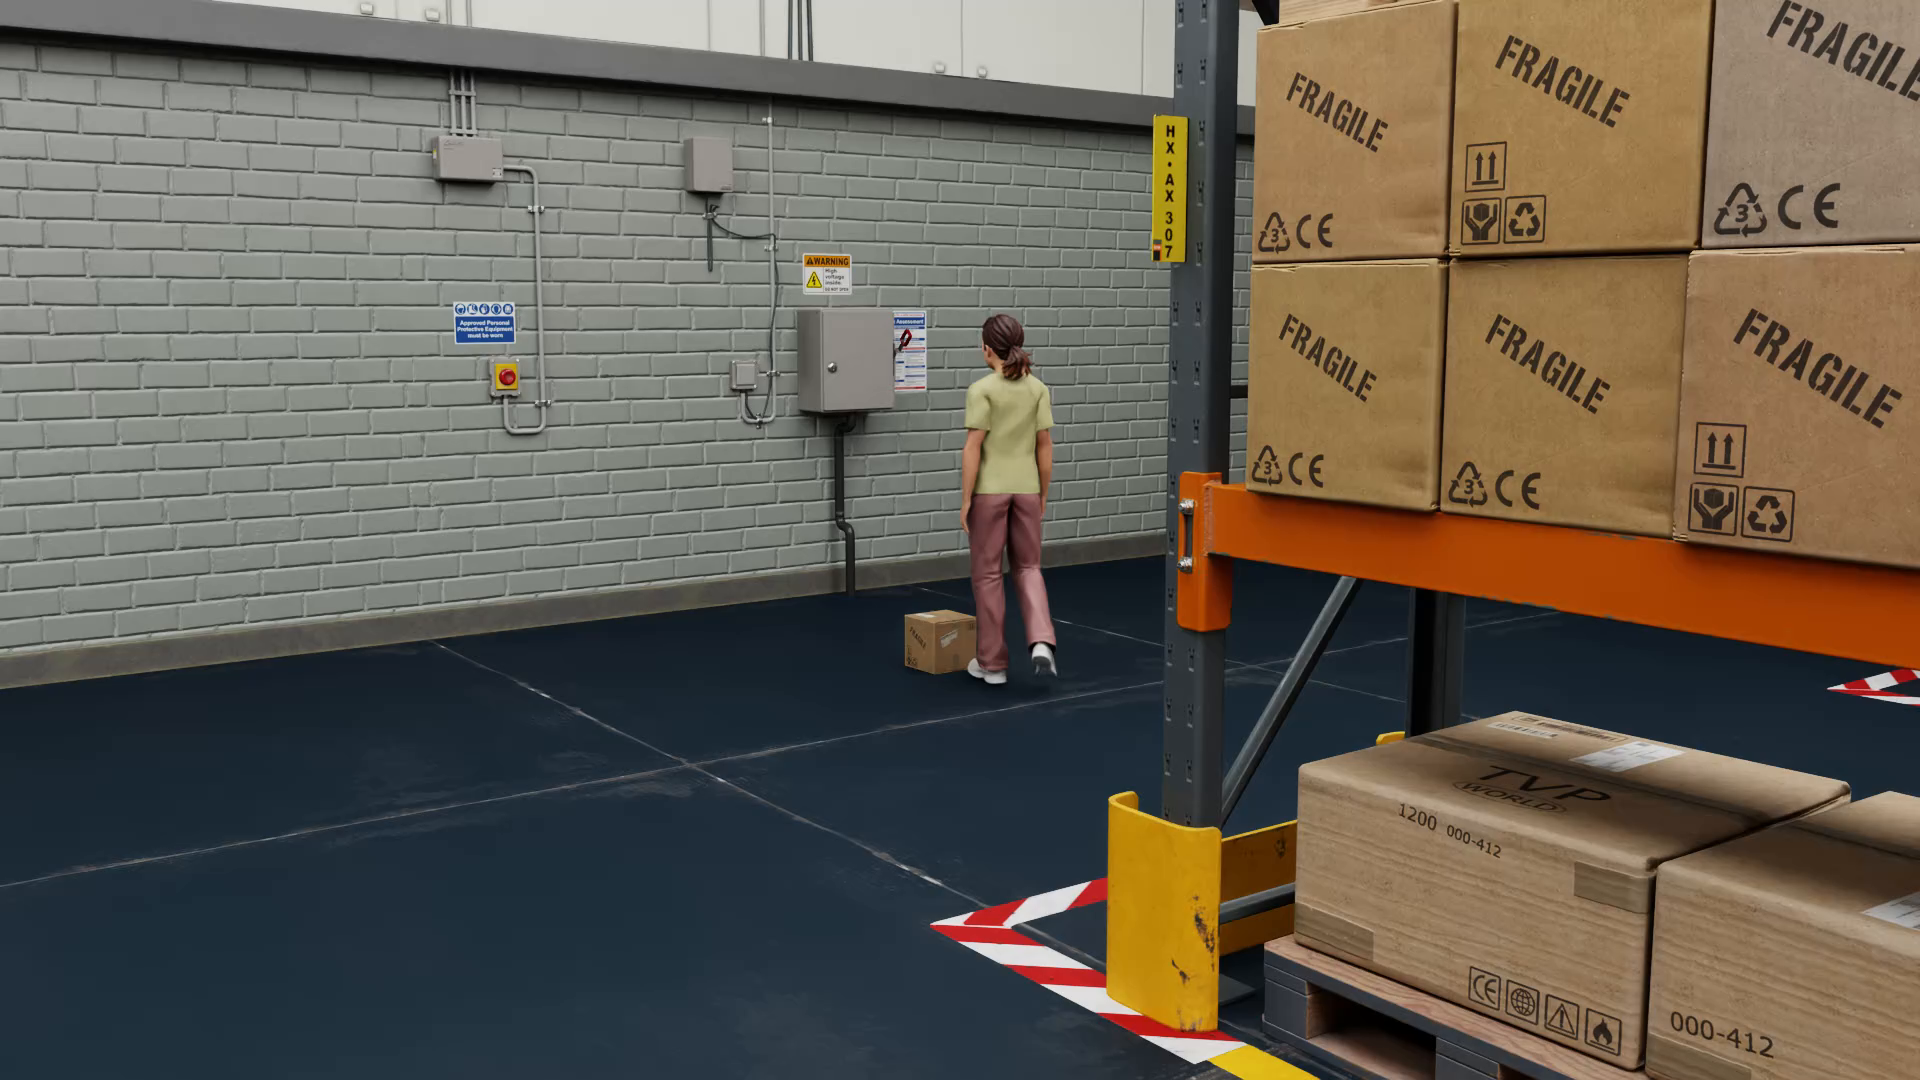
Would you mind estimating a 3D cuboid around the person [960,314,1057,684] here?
[{"bbox_3d":[0.206,-0.172,7.473,0.455,1.672,0.584,-3,9,-23],"label":"person"}]
